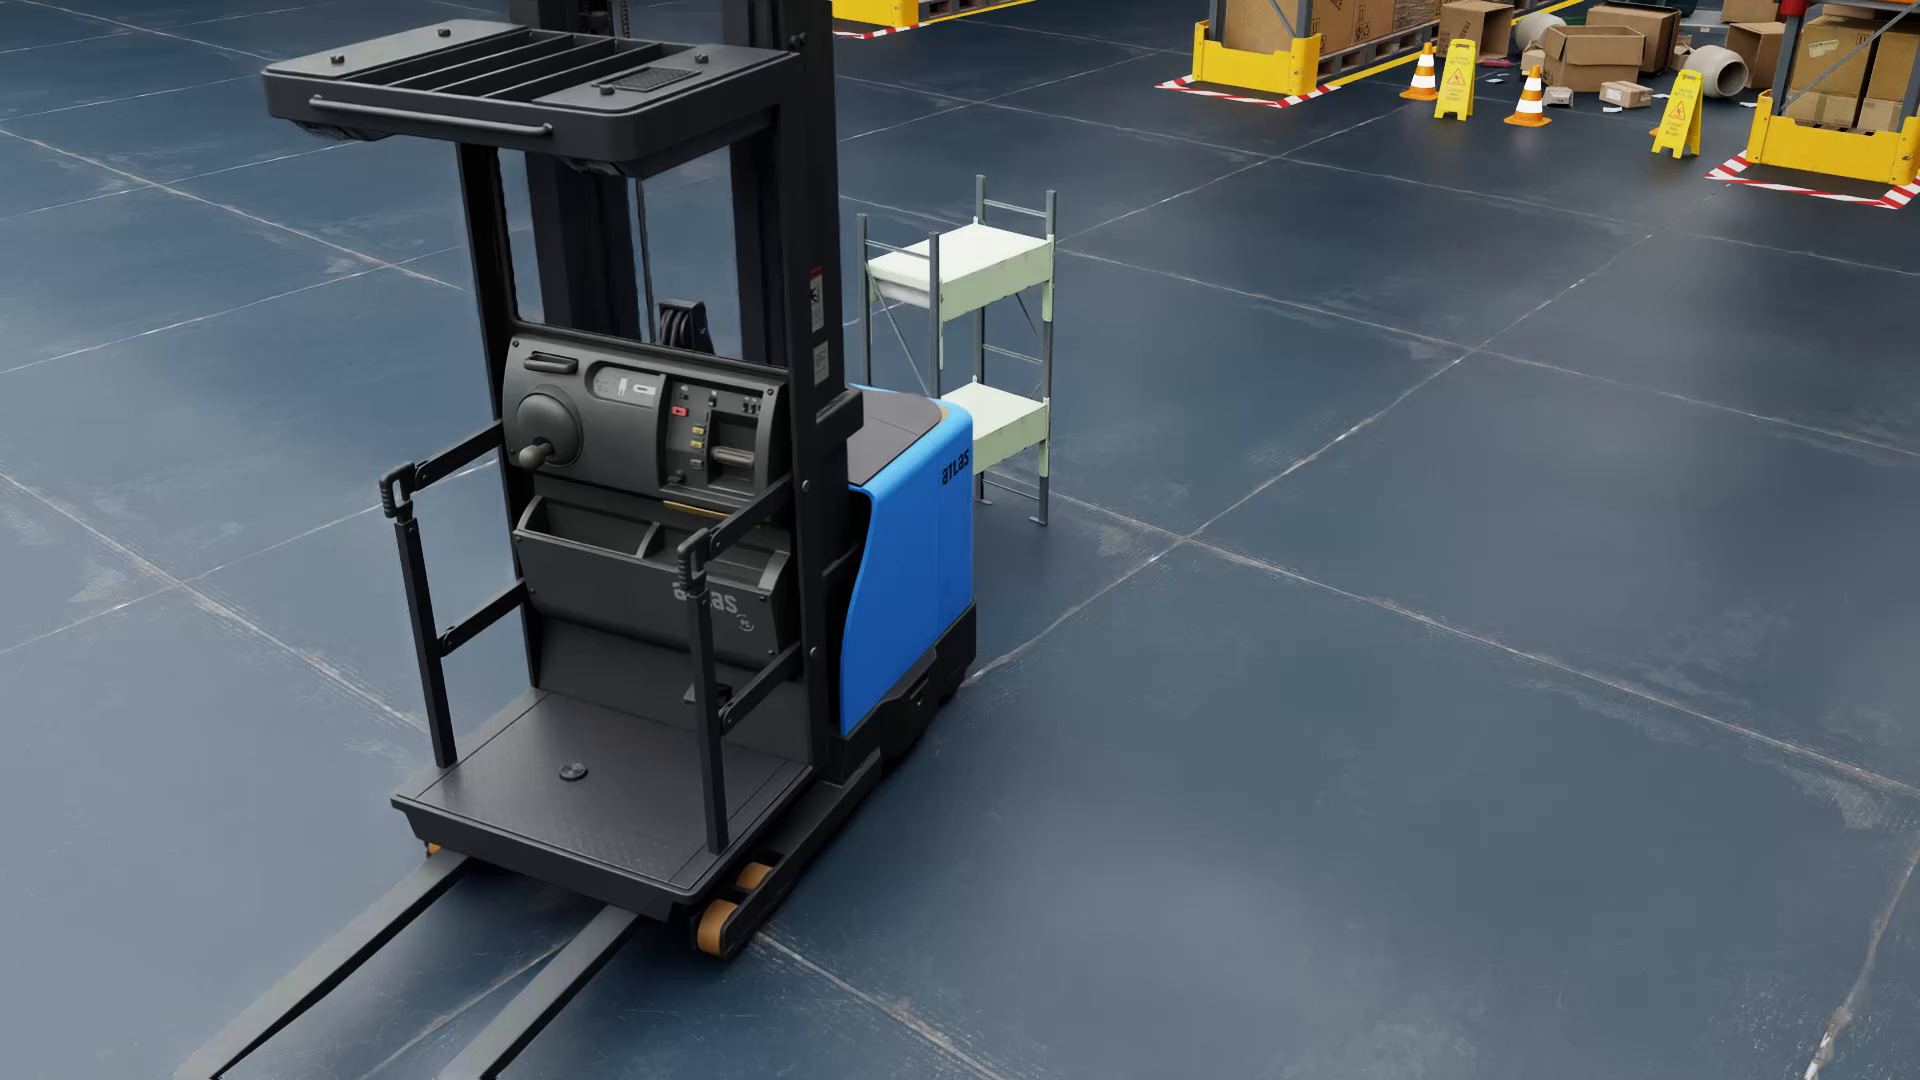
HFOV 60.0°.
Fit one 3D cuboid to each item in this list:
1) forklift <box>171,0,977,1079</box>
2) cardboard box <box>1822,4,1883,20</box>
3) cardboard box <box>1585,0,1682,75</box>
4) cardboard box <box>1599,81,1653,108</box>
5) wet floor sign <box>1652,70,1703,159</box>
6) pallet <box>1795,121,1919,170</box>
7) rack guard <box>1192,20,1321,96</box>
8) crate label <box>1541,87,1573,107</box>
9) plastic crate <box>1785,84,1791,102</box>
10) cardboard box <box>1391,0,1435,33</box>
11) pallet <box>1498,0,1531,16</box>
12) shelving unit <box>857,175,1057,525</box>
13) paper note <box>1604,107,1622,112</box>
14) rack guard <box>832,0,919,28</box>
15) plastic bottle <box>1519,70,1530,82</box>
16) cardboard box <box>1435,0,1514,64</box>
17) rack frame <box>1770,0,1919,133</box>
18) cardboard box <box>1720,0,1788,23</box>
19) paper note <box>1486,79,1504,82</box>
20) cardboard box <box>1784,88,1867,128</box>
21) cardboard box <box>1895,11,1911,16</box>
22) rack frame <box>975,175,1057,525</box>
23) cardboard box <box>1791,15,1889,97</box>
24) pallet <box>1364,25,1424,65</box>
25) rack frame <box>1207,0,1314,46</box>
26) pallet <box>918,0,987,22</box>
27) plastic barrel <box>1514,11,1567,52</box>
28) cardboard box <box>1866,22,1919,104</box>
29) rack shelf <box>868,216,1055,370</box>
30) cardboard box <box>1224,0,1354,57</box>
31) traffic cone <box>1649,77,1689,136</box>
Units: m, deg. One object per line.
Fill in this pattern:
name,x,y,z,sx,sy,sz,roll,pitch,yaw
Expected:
forklift,-1.025,-0.306,4.652,1.130,2.935,3.031,12,30,22
cardboard box,7.103,-4.248,13.210,0.380,0.149,0.250,22,35,36
cardboard box,6.365,-4.800,15.833,0.797,0.637,0.503,21,34,34
cardboard box,5.888,-3.940,14.705,0.250,0.149,0.380,-10,29,-18
wet floor sign,5.667,-3.351,13.026,0.232,0.644,0.267,-15,31,-27
pallet,7.206,-3.218,13.240,1.003,0.211,1.213,21,34,34
rack guard,2.714,-4.444,15.296,1.175,0.500,0.348,21,34,34
crate label,5.271,-3.910,14.660,0.250,0.136,0.298,4,28,8
plastic crate,7.526,-3.956,14.810,0.402,0.080,0.583,9,29,17
cardboard box,4.249,-5.700,16.859,0.875,0.875,0.875,21,34,35
pallet,5.706,-6.038,18.691,1.003,0.211,1.213,21,34,34
shelving unit,-0.004,-0.664,6.901,0.431,1.500,0.755,21,34,34
paper note,5.679,-3.750,14.465,0.148,0.019,0.142,9,29,17
rack guard,-0.985,-5.965,18.236,1.175,0.500,0.348,21,34,34
plastic bottle,5.333,-4.364,15.618,0.133,0.061,0.283,9,29,17
cardboard box,5.078,-5.021,16.409,0.500,0.500,0.500,-21,34,-35
rack frame,6.613,-4.152,12.011,1.000,3.000,0.127,21,34,34
cardboard box,7.765,-5.305,16.137,0.500,0.500,0.500,21,34,34
paper note,5.010,-4.288,15.507,0.142,0.017,0.144,-15,31,-27
cardboard box,6.935,-3.491,13.268,0.500,0.250,0.500,21,34,34
cardboard box,7.577,-4.173,13.771,0.500,0.500,0.500,20,33,33
rack frame,0.229,-0.794,7.152,0.400,1.500,0.023,21,34,34
cardboard box,6.922,-3.810,13.070,0.500,0.500,0.500,21,34,35
pallet,3.954,-5.061,16.803,1.003,0.211,1.213,21,34,34
rack frame,2.729,-5.562,14.738,1.000,3.000,0.127,21,34,34
pallet,-0.441,-6.114,18.839,1.003,0.211,1.213,21,34,34
plastic barrel,5.736,-4.986,16.427,0.421,0.421,0.512,-5,28,-9
cardboard box,7.354,-3.664,12.787,0.500,0.500,0.500,19,33,33
rack shelf,-0.004,-1.010,6.721,0.431,0.370,0.720,21,34,34
cardboard box,3.110,-5.065,15.632,0.875,0.875,0.875,21,34,35
traffic cone,5.891,-3.554,13.617,0.336,0.463,0.334,21,34,34
